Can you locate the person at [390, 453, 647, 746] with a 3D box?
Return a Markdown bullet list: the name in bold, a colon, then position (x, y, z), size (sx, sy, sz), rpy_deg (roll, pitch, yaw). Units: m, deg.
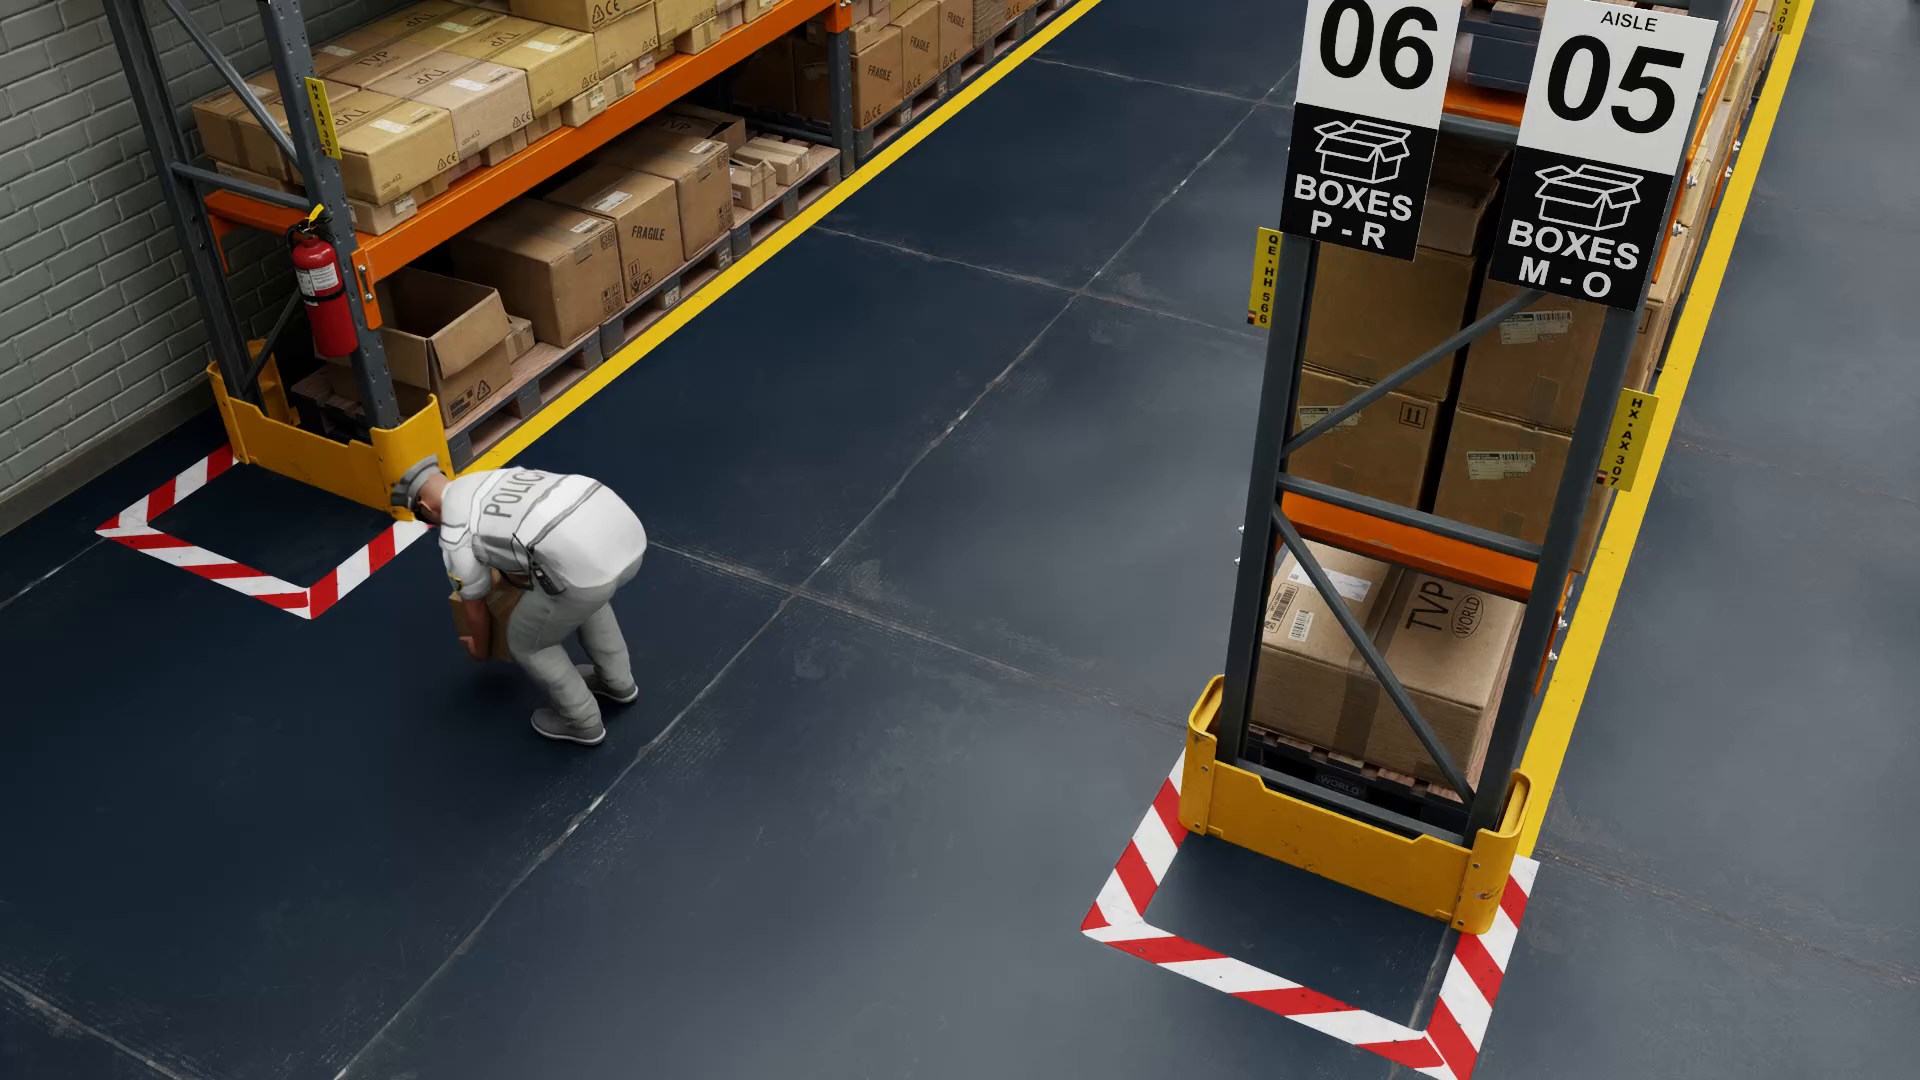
- **person**: position (-1.676, 0.196, 6.435), size (1.045, 1.091, 0.489), rpy_deg (16, 41, 20)
